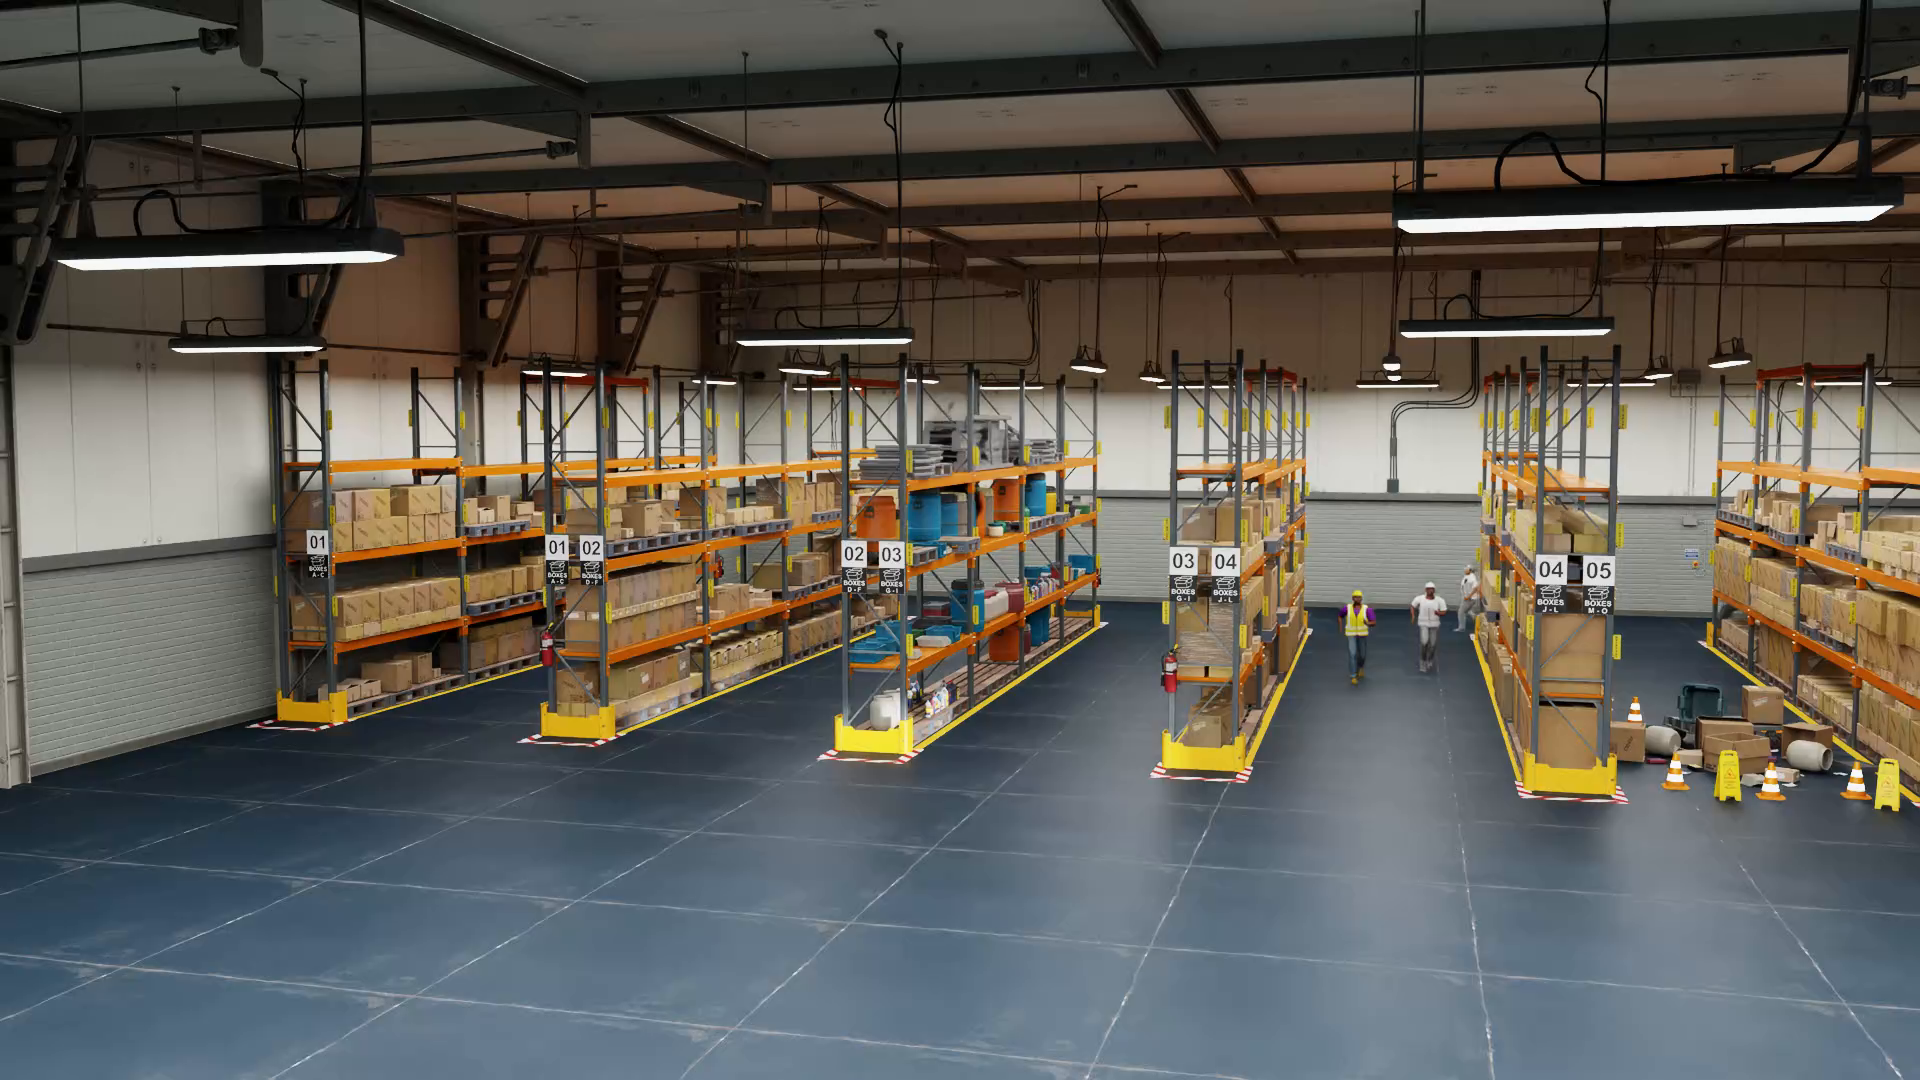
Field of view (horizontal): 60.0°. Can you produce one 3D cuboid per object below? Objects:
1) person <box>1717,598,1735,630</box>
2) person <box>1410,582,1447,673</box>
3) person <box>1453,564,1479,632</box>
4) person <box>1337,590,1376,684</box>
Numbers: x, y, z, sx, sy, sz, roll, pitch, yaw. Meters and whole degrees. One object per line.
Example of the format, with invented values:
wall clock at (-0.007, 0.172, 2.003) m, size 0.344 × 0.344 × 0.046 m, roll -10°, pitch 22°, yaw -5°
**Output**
person at (17.594, 1.485, 38.000) m, size 0.562 × 1.578 × 0.669 m, roll 1°, pitch 4°, yaw 18°
person at (9.346, 1.743, 33.141) m, size 0.669 × 1.823 × 0.751 m, roll 1°, pitch 4°, yaw 8°
person at (12.040, 1.385, 39.194) m, size 0.713 × 1.616 × 0.696 m, roll 0°, pitch 4°, yaw 5°
person at (7.552, 1.824, 31.655) m, size 0.706 × 1.745 × 0.987 m, roll 1°, pitch 4°, yaw 10°
